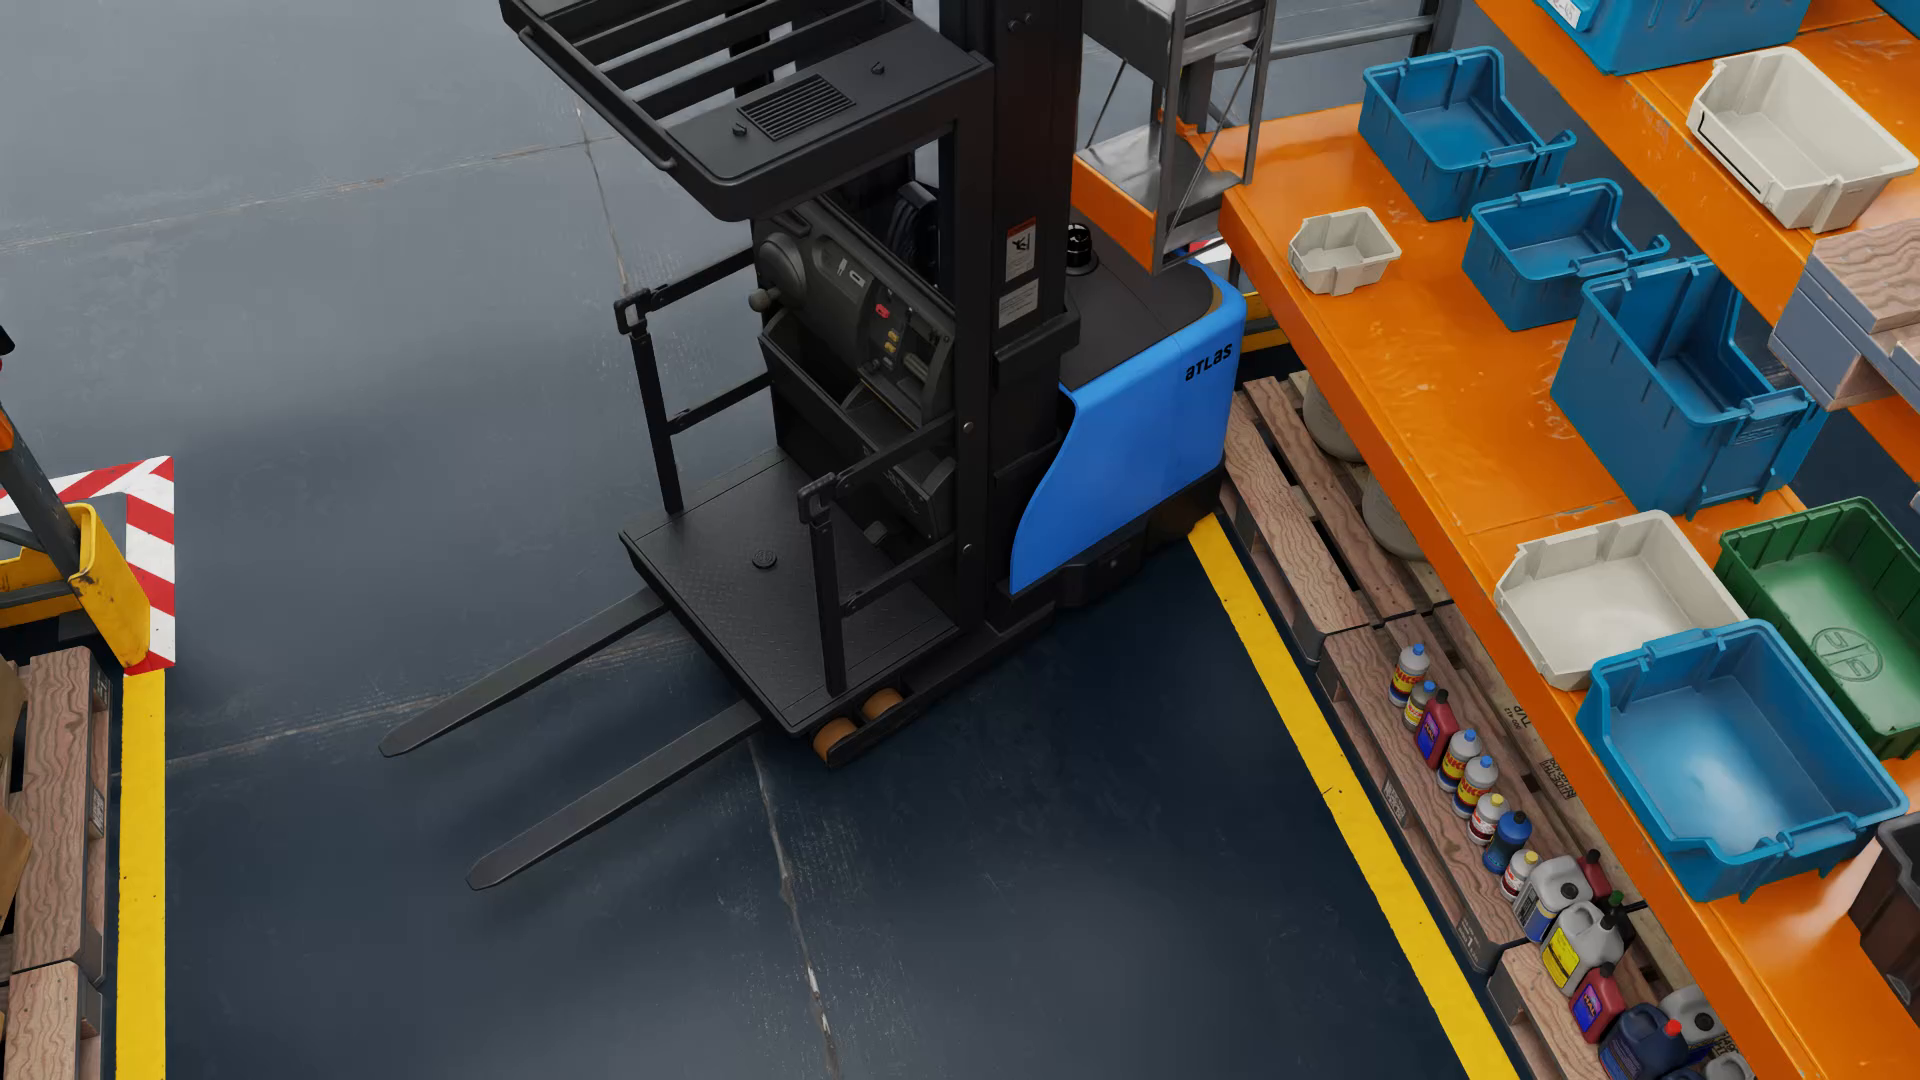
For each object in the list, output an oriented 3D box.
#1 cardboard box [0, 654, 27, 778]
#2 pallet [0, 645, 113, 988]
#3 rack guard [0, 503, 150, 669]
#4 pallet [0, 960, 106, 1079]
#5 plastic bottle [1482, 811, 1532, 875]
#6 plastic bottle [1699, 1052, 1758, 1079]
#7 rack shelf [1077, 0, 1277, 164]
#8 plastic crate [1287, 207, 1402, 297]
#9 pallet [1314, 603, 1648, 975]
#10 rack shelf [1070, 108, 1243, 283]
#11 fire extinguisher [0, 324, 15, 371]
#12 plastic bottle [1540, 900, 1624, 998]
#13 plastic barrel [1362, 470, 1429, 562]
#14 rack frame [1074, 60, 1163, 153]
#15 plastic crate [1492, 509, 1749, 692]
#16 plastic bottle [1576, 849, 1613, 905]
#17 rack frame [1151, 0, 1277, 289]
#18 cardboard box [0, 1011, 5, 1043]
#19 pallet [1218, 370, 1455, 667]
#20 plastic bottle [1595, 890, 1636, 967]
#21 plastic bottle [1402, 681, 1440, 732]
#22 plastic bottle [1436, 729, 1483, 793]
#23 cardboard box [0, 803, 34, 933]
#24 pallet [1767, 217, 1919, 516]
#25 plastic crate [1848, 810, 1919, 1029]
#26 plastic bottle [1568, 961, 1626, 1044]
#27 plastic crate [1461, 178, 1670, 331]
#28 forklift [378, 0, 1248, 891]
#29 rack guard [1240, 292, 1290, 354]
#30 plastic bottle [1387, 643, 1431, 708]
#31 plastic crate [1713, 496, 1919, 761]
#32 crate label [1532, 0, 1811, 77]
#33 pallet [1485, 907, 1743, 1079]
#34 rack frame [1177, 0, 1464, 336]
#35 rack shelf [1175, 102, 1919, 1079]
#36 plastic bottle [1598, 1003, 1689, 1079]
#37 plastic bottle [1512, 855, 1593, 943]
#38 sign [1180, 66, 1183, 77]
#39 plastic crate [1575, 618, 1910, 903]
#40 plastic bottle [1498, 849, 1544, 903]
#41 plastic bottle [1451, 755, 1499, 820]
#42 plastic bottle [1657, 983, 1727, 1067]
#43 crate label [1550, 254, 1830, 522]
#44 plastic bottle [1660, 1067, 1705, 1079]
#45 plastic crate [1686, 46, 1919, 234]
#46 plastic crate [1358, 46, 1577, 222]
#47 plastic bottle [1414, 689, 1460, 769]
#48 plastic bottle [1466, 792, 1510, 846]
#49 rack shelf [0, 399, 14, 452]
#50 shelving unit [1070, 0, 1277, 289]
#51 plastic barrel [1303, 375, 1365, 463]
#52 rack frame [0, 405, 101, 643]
[{"bbox_3d":[-3.332,0.548,5.186,0.500,0.500,0.500,-5,50,-4],"label":"cardboard box"},{"bbox_3d":[-3.272,0.974,5.291,1.003,0.211,1.213,-13,51,-11],"label":"pallet"},{"bbox_3d":[-3.479,0.279,5.688,1.175,0.500,0.348,-13,51,-11],"label":"rack guard"},{"bbox_3d":[-2.915,1.863,4.541,1.003,0.211,1.213,-13,51,-11],"label":"pallet"},{"bbox_3d":[1.660,0.902,5.025,0.097,0.271,0.097,0,50,0],"label":"plastic bottle"},{"bbox_3d":[2.085,1.494,4.474,0.144,0.351,0.185,-13,51,-11],"label":"plastic bottle"},{"bbox_3d":[0.664,-1.591,5.273,0.431,0.518,0.480,-26,51,-22],"label":"rack shelf"},{"bbox_3d":[1.188,-0.891,5.211,0.298,0.136,0.250,-13,51,-11],"label":"plastic crate"},{"bbox_3d":[1.890,0.726,5.500,1.003,0.211,1.213,-13,51,-11],"label":"pallet"},{"bbox_3d":[0.671,-1.106,5.778,0.431,0.518,0.480,-26,51,-22],"label":"rack shelf"},{"bbox_3d":[-3.095,-0.745,4.967,0.296,0.674,0.183,-13,51,-11],"label":"fire extinguisher"},{"bbox_3d":[1.795,1.150,4.763,0.144,0.351,0.185,-14,51,-11],"label":"plastic bottle"},{"bbox_3d":[1.646,-0.206,5.814,0.421,0.512,0.421,0,50,0],"label":"plastic barrel"},{"bbox_3d":[0.534,-1.260,5.909,0.400,2.100,0.015,-26,51,-22],"label":"rack frame"},{"bbox_3d":[1.691,0.176,4.312,0.530,0.136,0.437,-13,51,-11],"label":"plastic crate"},{"bbox_3d":[1.853,1.028,4.910,0.061,0.283,0.133,-13,51,-11],"label":"plastic bottle"},{"bbox_3d":[0.808,-0.970,5.627,0.400,2.100,0.015,-26,51,-22],"label":"rack frame"},{"bbox_3d":[-2.956,1.438,4.436,0.500,0.500,0.500,-9,50,-8],"label":"cardboard box"},{"bbox_3d":[1.533,-0.164,6.250,1.003,0.211,1.213,-13,51,-11],"label":"pallet"},{"bbox_3d":[1.886,1.130,4.824,0.061,0.283,0.133,-13,51,-11],"label":"plastic bottle"},{"bbox_3d":[1.500,0.528,5.385,0.097,0.201,0.097,0,50,0],"label":"plastic bottle"},{"bbox_3d":[1.570,0.681,5.211,0.097,0.271,0.097,0,50,0],"label":"plastic bottle"},{"bbox_3d":[-3.123,0.977,4.825,0.500,0.500,0.500,-2,50,-1],"label":"cardboard box"},{"bbox_3d":[2.107,-0.191,2.611,1.213,0.211,1.003,-13,51,-11],"label":"pallet"},{"bbox_3d":[2.380,0.828,3.630,0.767,0.338,0.504,-13,51,-11],"label":"plastic crate"},{"bbox_3d":[1.803,1.298,4.683,0.061,0.283,0.133,-10,51,-9],"label":"plastic bottle"},{"bbox_3d":[1.851,-0.881,5.128,0.499,0.251,0.408,-13,51,-11],"label":"plastic crate"},{"bbox_3d":[-0.494,-0.648,4.879,3.031,2.935,1.130,-31,56,-23],"label":"forklift"},{"bbox_3d":[1.298,-0.851,6.641,1.175,0.500,0.348,-13,51,-11],"label":"rack guard"},{"bbox_3d":[1.469,0.430,5.422,0.097,0.271,0.097,0,50,0],"label":"plastic bottle"},{"bbox_3d":[2.282,0.232,4.231,0.450,0.188,0.662,-13,51,-11],"label":"plastic crate"},{"bbox_3d":[1.468,-1.179,3.417,0.502,0.251,0.408,-13,51,-11],"label":"crate label"},{"bbox_3d":[2.255,1.618,4.748,1.003,0.211,1.213,-13,51,-11],"label":"pallet"},{"bbox_3d":[1.230,-1.702,5.723,1.000,3.000,0.127,-13,51,-11],"label":"rack frame"},{"bbox_3d":[1.822,-0.009,4.767,1.077,0.370,4.000,-13,51,-11],"label":"rack shelf"},{"bbox_3d":[1.891,1.386,4.564,0.144,0.351,0.185,-16,52,-13],"label":"plastic bottle"},{"bbox_3d":[1.751,1.055,4.893,0.152,0.276,0.135,-12,51,-10],"label":"plastic bottle"},{"bbox_3d":[0.704,-1.670,5.515,0.100,0.325,0.005,-13,51,-11],"label":"sign"},{"bbox_3d":[1.827,0.520,3.947,0.499,0.251,0.616,-13,51,-11],"label":"plastic crate"},{"bbox_3d":[1.690,0.999,4.989,0.097,0.201,0.097,0,50,0],"label":"plastic bottle"},{"bbox_3d":[1.600,0.754,5.149,0.097,0.271,0.097,0,50,0],"label":"plastic bottle"},{"bbox_3d":[2.025,1.358,4.637,0.152,0.276,0.135,-13,51,-11],"label":"plastic bottle"},{"bbox_3d":[2.033,-0.430,4.628,0.502,0.435,0.616,-13,51,-11],"label":"crate label"},{"bbox_3d":[1.948,1.526,4.446,0.144,0.351,0.185,-15,51,-12],"label":"plastic bottle"},{"bbox_3d":[1.552,-0.743,3.125,0.243,0.136,0.396,-13,51,-11],"label":"plastic crate"},{"bbox_3d":[1.664,-1.356,5.529,0.499,0.251,0.616,-13,51,-11],"label":"plastic crate"},{"bbox_3d":[1.518,0.596,5.275,0.061,0.283,0.133,-13,51,-10],"label":"plastic bottle"},{"bbox_3d":[1.629,0.849,5.115,0.097,0.201,0.097,0,50,0],"label":"plastic bottle"},{"bbox_3d":[-2.910,1.110,3.822,1.077,0.370,4.000,-13,51,-11],"label":"rack shelf"},{"bbox_3d":[0.671,-1.115,5.768,0.431,2.100,0.503,-26,51,-22],"label":"shelving unit"},{"bbox_3d":[1.498,-0.572,6.123,0.421,0.512,0.421,0,50,0],"label":"plastic barrel"},{"bbox_3d":[-3.501,-0.582,4.779,1.000,3.000,0.127,-13,51,-11],"label":"rack frame"}]
